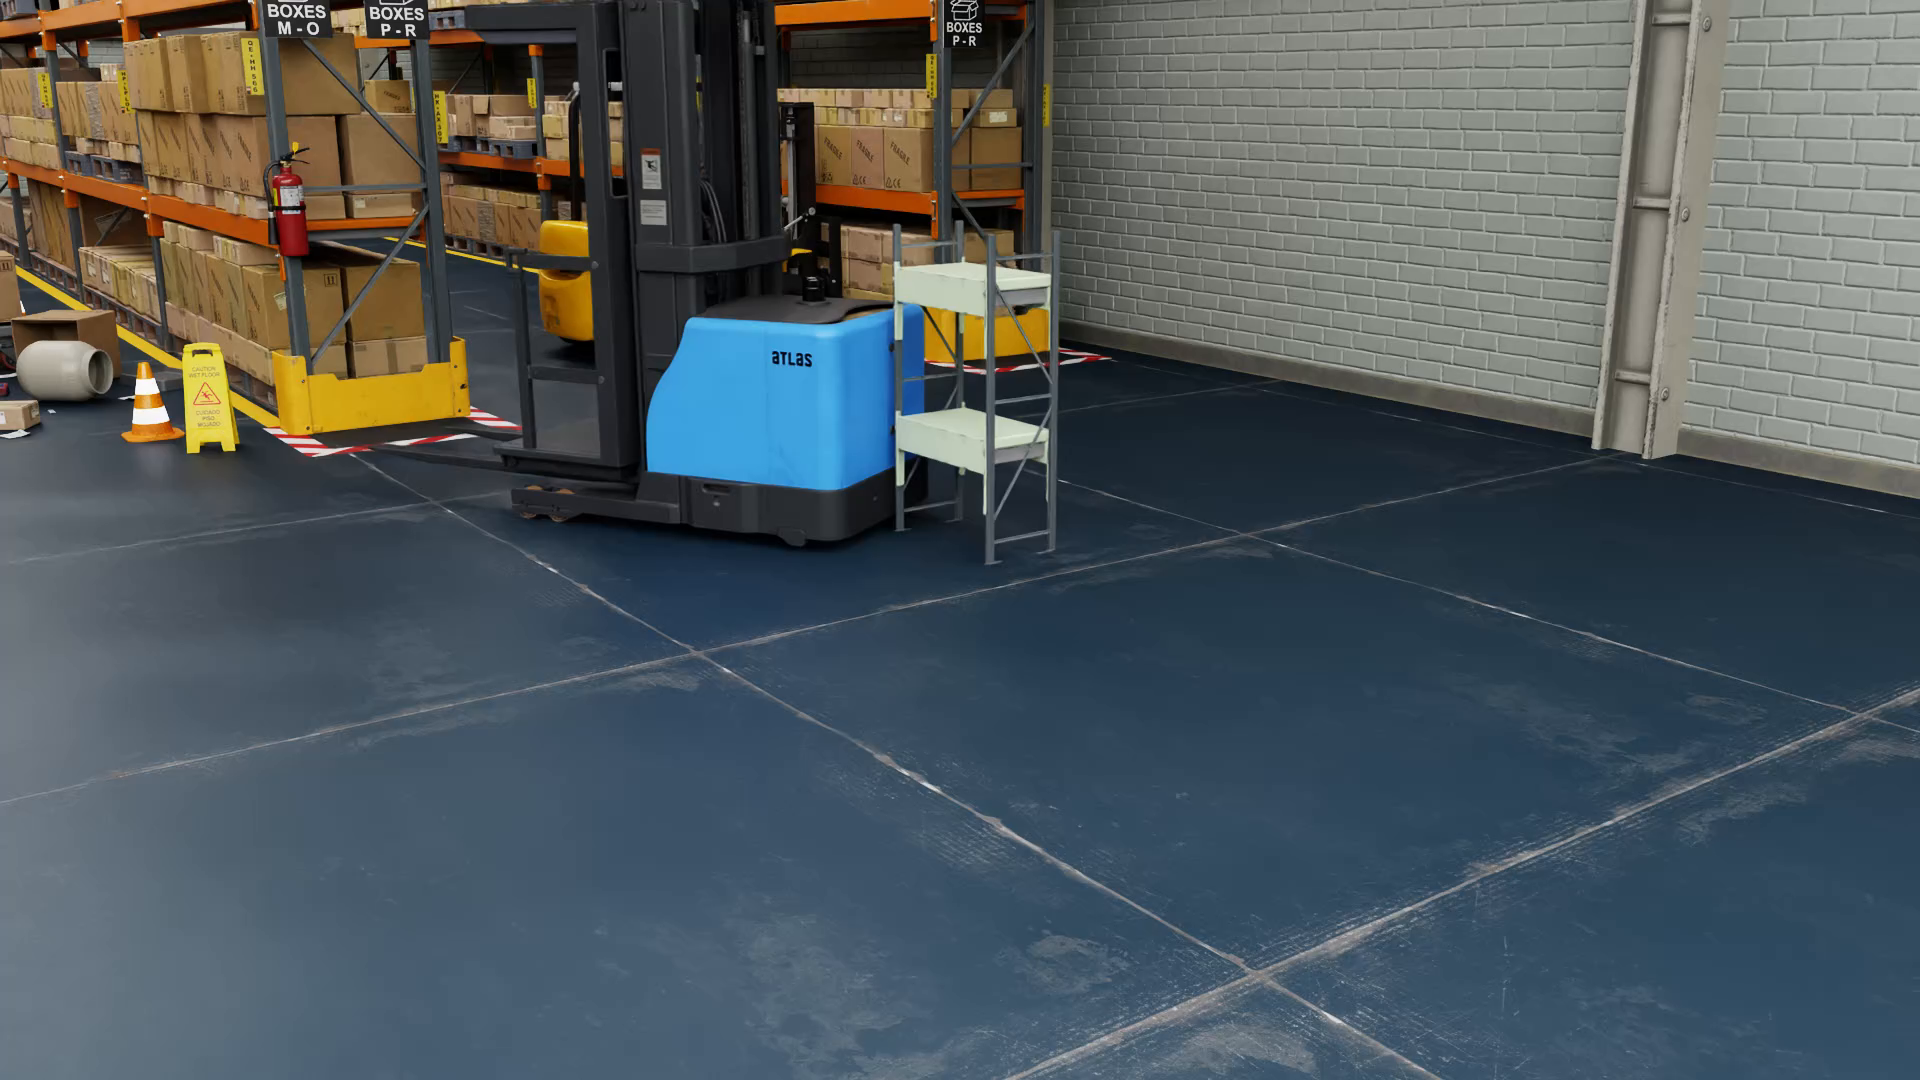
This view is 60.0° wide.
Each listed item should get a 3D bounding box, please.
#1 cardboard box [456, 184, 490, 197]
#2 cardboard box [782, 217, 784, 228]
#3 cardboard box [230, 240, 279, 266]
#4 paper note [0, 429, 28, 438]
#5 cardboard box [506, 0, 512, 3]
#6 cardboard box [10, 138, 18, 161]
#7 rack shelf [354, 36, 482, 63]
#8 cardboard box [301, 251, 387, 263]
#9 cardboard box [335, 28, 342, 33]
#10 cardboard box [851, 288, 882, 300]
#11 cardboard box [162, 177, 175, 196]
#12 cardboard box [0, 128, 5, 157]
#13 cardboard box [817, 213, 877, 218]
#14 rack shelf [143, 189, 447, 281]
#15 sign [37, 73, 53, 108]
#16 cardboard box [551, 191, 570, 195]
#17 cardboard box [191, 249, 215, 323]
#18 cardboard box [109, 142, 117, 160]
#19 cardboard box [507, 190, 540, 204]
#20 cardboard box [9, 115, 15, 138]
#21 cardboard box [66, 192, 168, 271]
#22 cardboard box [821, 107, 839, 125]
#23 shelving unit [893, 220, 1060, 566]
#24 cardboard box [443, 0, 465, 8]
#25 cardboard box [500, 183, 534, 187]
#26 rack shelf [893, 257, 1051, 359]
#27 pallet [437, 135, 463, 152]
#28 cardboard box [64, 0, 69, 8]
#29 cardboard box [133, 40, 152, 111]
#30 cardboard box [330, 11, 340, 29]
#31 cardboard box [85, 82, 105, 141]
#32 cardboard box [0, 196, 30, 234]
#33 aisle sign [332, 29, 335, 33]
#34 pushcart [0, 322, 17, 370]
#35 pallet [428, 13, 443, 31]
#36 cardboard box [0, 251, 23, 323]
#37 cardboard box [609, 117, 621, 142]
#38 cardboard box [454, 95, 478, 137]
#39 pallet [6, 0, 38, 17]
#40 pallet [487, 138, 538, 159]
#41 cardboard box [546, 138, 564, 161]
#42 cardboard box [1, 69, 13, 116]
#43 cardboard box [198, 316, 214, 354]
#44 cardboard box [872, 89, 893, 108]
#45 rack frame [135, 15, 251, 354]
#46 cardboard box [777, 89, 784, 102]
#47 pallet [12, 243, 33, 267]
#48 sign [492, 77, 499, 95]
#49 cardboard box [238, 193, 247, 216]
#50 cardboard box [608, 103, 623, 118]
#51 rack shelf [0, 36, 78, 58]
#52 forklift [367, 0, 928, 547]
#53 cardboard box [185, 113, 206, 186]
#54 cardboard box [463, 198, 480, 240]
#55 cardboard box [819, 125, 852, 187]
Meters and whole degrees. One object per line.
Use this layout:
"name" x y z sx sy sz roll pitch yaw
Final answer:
"cardboard box" -6.443 -4.635 22.041 0.380 0.149 0.250 -12 19 -37
"cardboard box" -1.495 -2.827 15.241 0.500 0.250 0.500 -10 18 -33
"cardboard box" -4.733 -1.959 11.317 0.380 0.149 0.250 -10 18 -33
"paper note" -5.947 -0.671 10.469 0.142 0.019 0.148 10 18 33
"cardboard box" -5.146 -6.413 19.672 0.380 0.149 0.250 -10 18 -33
"cardboard box" -10.486 -4.455 18.955 0.500 0.250 0.500 -11 19 -36
"rack shelf" -8.000 -7.070 23.908 1.077 0.370 4.000 -11 19 -35
"cardboard box" -4.357 -1.779 11.887 0.500 0.500 0.500 -12 19 -37
"cardboard box" -9.177 -7.619 25.026 0.380 0.149 0.250 -10 18 -33
"cardboard box" -0.585 -2.016 14.175 0.500 0.250 0.500 -11 19 -35
"cardboard box" -6.017 -2.780 13.027 0.380 0.149 0.250 -10 18 -33
"cardboard box" -11.316 -4.880 20.034 0.500 0.500 0.500 -11 19 -34
"cardboard box" -1.078 -2.903 15.519 0.500 0.250 0.500 -11 19 -34
"rack shelf" -4.957 -2.290 12.124 1.077 0.370 4.000 -11 19 -35
"sign" -8.932 -4.390 16.240 0.100 0.325 0.005 -11 19 -35
"cardboard box" -4.872 -4.261 20.671 0.380 0.149 0.250 -11 19 -34
"cardboard box" -5.377 -1.911 12.368 0.500 0.500 0.500 -10 18 -32
"cardboard box" -7.133 -3.375 14.405 0.380 0.149 0.250 -11 19 -34
"cardboard box" -5.390 -4.245 20.616 0.380 0.149 0.250 -10 18 -33
"cardboard box" -10.477 -4.696 18.890 0.500 0.250 0.500 -11 18 -34
"cardboard box" -8.824 -3.256 17.521 0.875 0.875 0.875 -11 19 -35
"cardboard box" -0.973 -3.643 14.286 0.380 0.149 0.250 -11 19 -34
"shelving unit" 0.067 -0.715 7.848 0.431 1.500 0.755 -11 19 -35
"cardboard box" -6.225 -6.721 20.760 0.380 0.149 0.250 -10 18 -33
"cardboard box" -5.893 -4.663 22.142 0.380 0.149 0.250 -12 19 -37
"rack shelf" 0.067 -1.092 7.745 0.431 0.370 0.720 -11 19 -35
"pallet" -6.442 -5.263 21.989 1.003 0.211 1.213 -11 19 -35
"cardboard box" -8.287 -5.152 15.790 0.396 0.266 0.258 -11 19 -35
"cardboard box" -5.767 -3.498 12.528 0.700 0.500 0.500 -11 19 -34
"cardboard box" -9.136 -7.778 24.853 0.500 0.250 0.500 -11 19 -35
"cardboard box" -7.490 -3.850 14.912 0.500 0.500 0.500 -12 19 -37
"cardboard box" -12.720 -4.468 22.776 0.875 0.438 0.875 -12 19 -36
"aisle sign" -9.453 -7.621 25.313 0.394 0.787 0.004 -11 19 -35
"pushcart" -7.948 -1.435 12.603 0.936 0.377 1.648 10 18 33
"pallet" -6.497 -6.750 21.729 1.213 0.211 1.003 -11 19 -35
"cardboard box" -7.555 -1.941 12.786 0.500 0.500 0.500 -11 19 -35
"cardboard box" -3.501 -4.399 17.803 0.500 0.250 0.500 -11 19 -34
"cardboard box" -5.954 -5.378 21.059 0.700 0.500 0.500 -11 19 -35
"pallet" -8.906 -5.403 16.811 1.213 0.211 1.003 -10 18 -32
"pallet" -4.927 -4.731 20.042 1.213 0.211 1.003 -11 19 -35
"cardboard box" -4.409 -4.484 19.063 0.500 0.250 0.500 -11 19 -34
"cardboard box" -10.489 -5.060 18.798 0.500 0.500 0.500 -11 19 -35
"cardboard box" -5.367 -1.547 12.461 0.500 0.250 0.500 -11 19 -35
"cardboard box" -0.495 -3.629 13.672 0.380 0.149 0.250 -10 18 -33
"rack frame" -6.133 -3.064 13.589 1.000 3.000 0.127 -11 19 -35
"cardboard box" -1.546 -4.009 15.059 0.380 0.149 0.250 -11 19 -35
"pallet" -11.221 -3.602 20.836 1.003 0.211 1.213 -11 19 -35
"sign" -6.377 -6.189 22.813 0.100 0.325 0.005 -11 19 -35
"cardboard box" -4.546 -2.230 11.019 0.380 0.149 0.250 -11 19 -35
"cardboard box" -3.494 -4.548 17.592 0.380 0.149 0.250 -11 19 -36
"rack shelf" -12.013 -6.299 21.090 1.077 0.370 4.000 -11 19 -35
"forklift" -1.727 -1.621 8.446 3.031 2.935 1.130 7 17 24
"cardboard box" -5.188 -2.801 11.875 0.500 0.500 0.500 -11 19 -34
"cardboard box" -6.111 -4.183 21.616 0.500 0.500 0.500 -12 19 -36
"cardboard box" -0.869 -3.315 14.318 0.500 0.500 0.500 -11 19 -36
